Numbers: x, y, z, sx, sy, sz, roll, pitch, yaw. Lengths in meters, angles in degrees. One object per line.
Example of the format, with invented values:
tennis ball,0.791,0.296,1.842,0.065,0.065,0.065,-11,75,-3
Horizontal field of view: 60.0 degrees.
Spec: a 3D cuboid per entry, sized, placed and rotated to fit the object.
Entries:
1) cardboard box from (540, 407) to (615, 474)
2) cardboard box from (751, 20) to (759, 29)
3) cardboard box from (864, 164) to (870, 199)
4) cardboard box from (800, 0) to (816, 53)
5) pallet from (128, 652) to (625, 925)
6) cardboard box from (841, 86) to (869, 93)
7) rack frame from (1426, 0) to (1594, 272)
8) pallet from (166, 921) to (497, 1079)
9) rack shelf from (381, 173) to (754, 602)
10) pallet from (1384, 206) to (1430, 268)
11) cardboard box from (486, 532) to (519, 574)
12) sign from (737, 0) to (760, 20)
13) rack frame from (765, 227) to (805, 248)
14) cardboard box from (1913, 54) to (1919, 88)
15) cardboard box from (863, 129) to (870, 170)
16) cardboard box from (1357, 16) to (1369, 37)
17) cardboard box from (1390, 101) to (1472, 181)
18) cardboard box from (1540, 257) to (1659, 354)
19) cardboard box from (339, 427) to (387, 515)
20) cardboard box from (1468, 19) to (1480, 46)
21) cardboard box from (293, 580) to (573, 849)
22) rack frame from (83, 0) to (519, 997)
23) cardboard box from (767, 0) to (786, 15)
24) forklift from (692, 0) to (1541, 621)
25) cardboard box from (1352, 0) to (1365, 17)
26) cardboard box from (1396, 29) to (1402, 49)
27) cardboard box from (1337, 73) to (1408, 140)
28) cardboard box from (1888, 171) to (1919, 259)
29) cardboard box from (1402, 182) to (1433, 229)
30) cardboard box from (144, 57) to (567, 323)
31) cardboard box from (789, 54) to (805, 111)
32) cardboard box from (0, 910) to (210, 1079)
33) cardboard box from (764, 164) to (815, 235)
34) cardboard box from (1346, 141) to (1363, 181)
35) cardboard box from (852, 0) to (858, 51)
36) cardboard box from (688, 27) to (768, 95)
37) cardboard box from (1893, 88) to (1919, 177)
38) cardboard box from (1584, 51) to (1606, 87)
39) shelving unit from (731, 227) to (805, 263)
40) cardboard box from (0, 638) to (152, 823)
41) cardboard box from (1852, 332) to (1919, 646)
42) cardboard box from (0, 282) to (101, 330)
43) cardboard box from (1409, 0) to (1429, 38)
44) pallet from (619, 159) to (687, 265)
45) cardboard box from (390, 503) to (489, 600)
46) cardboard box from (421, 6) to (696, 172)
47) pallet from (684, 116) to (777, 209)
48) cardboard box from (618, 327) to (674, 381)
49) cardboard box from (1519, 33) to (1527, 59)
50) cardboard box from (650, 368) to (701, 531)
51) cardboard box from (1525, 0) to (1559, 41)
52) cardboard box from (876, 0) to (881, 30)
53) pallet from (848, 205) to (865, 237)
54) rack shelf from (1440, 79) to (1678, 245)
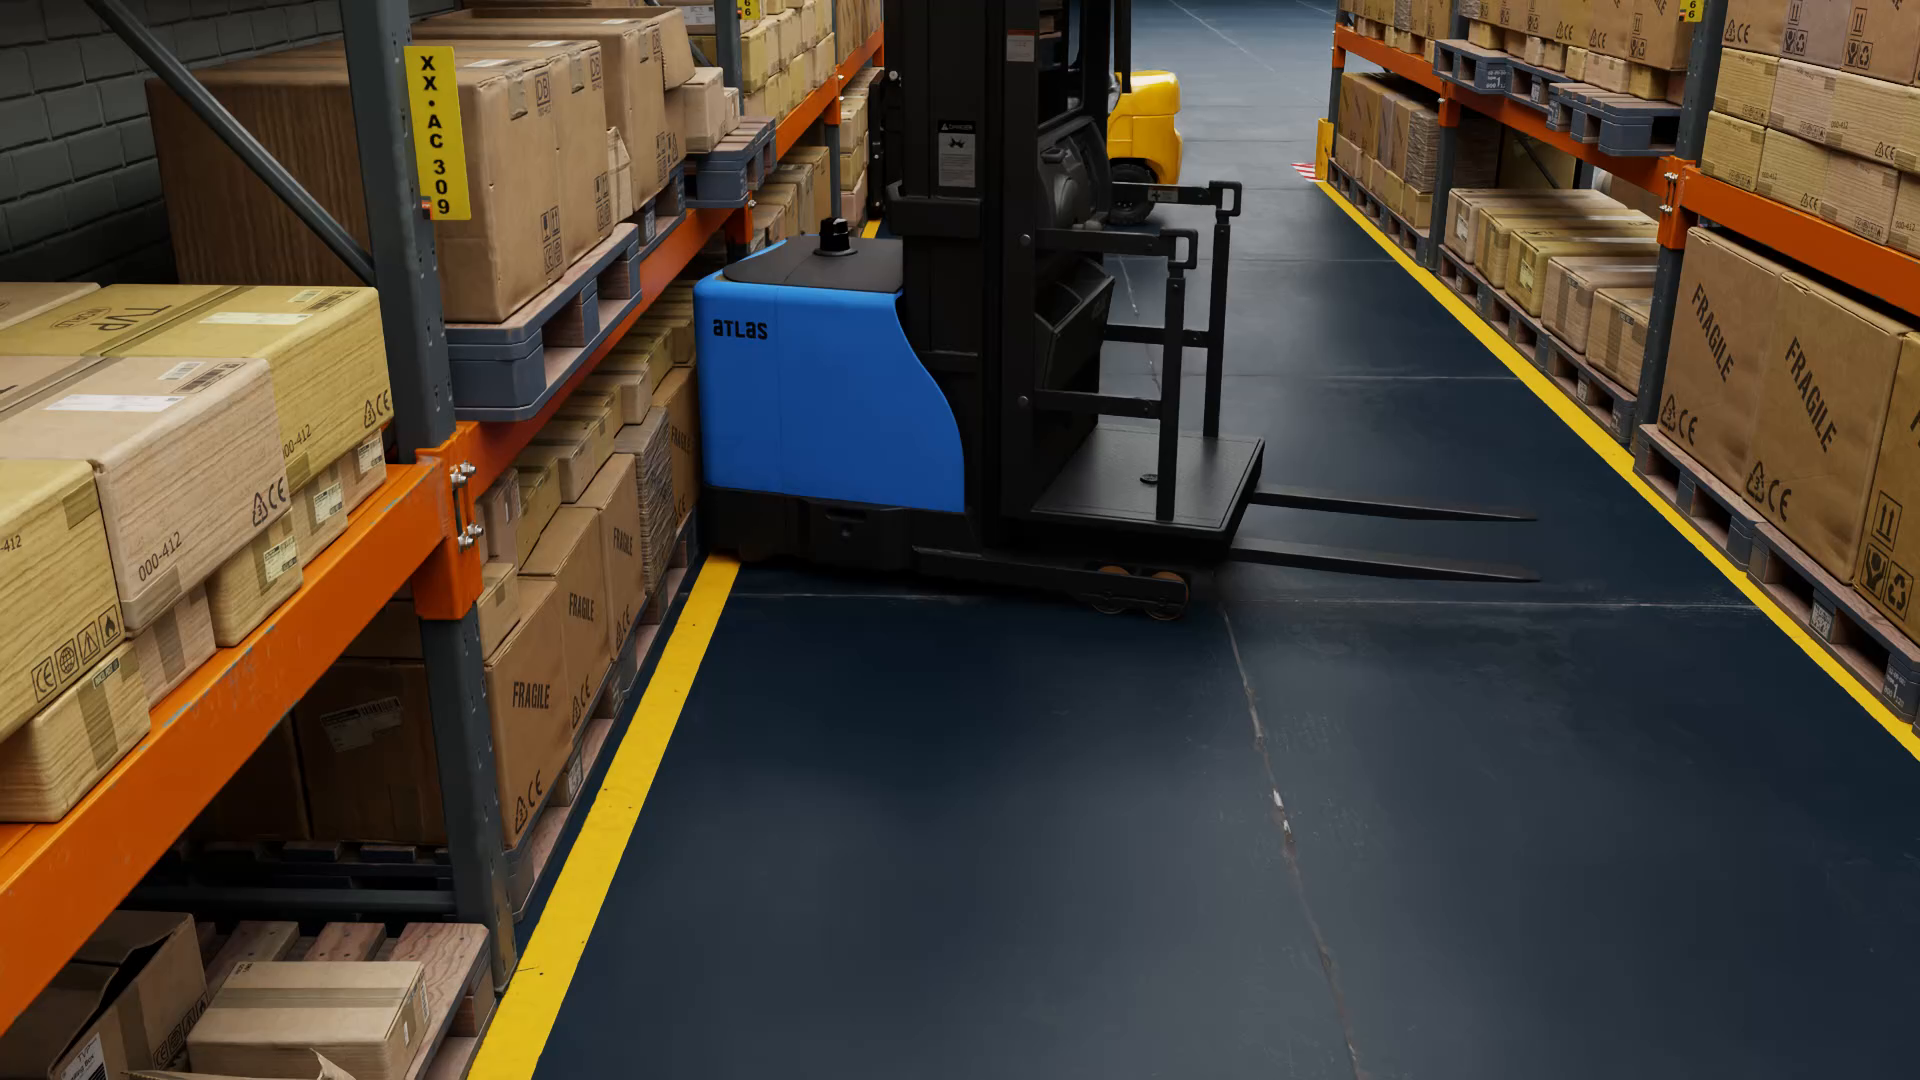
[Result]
cardboard box,-1.293,-0.309,5.158,0.380,0.149,0.250,1,21,4
cardboard box,-1.115,-2.381,7.483,0.380,0.149,0.250,1,21,3
cardboard box,-0.958,-2.724,12.624,0.500,0.250,0.500,1,21,3
cardboard box,-1.093,-2.881,9.325,0.500,0.250,0.500,1,21,3
pallet,-1.560,0.629,4.617,1.003,0.211,1.213,1,21,2
cardboard box,-0.923,-3.376,12.920,0.500,0.250,0.500,0,21,1
rack frame,3.657,-3.216,10.671,1.000,3.000,0.127,1,21,2
pallet,-1.569,1.171,3.218,1.003,0.211,1.213,1,21,2
rack shelf,-1.487,-0.765,5.348,1.077,0.370,4.000,1,21,2
pallet,3.643,-2.159,11.803,1.003,0.211,1.213,1,21,2
cardboard box,-1.339,0.062,4.200,0.380,0.149,0.250,0,21,0
sign,-0.883,-2.324,6.879,0.100,0.325,0.005,1,21,2
rack frame,-0.736,-0.811,7.166,0.200,1.050,0.008,11,22,26
cardboard box,3.221,-1.558,4.878,0.500,0.500,0.500,1,21,2
cardboard box,-0.941,-2.952,12.519,0.500,0.250,0.500,0,21,1
cardboard box,3.426,-4.147,13.418,0.380,0.149,0.250,1,21,2
cardboard box,3.421,-2.881,11.990,0.500,0.500,0.500,1,21,3
cardboard box,3.577,-1.212,8.557,0.950,0.372,0.625,0,21,1
cardboard box,-1.305,-0.142,3.095,0.380,0.149,0.250,1,21,2
cardboard box,3.325,-3.099,10.135,0.380,0.149,0.250,1,21,2
cardboard box,-1.308,0.420,4.174,0.500,0.500,0.500,2,21,4
rack frame,-1.547,-0.377,3.354,1.000,3.000,0.127,1,21,2
cardboard box,-1.093,-2.751,8.437,0.380,0.149,0.250,1,21,3
forklift,0.595,-1.300,5.828,3.031,2.935,1.130,6,22,16
cardboard box,3.475,-4.492,13.411,0.500,0.500,0.500,1,21,3
cardboard box,3.428,-3.678,12.209,0.380,0.149,0.250,0,21,1
cardboard box,3.478,-3.629,13.918,0.500,0.500,0.500,0,21,0
cardboard box,3.238,-0.972,5.094,0.500,0.250,0.500,1,21,2
cardboard box,3.407,-2.347,11.651,0.500,0.250,0.500,2,21,4
cardboard box,-1.309,-0.792,3.704,0.700,0.500,0.500,1,21,3
cardboard box,-1.121,-2.467,8.947,0.500,0.250,0.500,1,21,3
cardboard box,-1.804,0.917,3.155,0.500,0.311,0.500,1,21,4
cardboard box,-1.340,-1.889,9.953,0.875,0.625,0.625,0,21,1
cardboard box,3.455,-3.103,13.601,0.500,0.250,0.500,1,21,4
cardboard box,-1.016,-3.845,12.154,0.500,0.500,0.500,0,21,1
cardboard box,-1.143,-2.144,7.424,0.500,0.250,0.500,1,21,2
cardboard box,3.201,-1.202,4.997,0.500,0.250,0.500,1,21,3
cardboard box,3.225,-2.250,7.948,0.380,0.149,0.250,0,21,-1
shelving unit,-0.794,-0.775,7.065,0.215,1.050,0.252,11,22,26
cardboard box,-1.289,0.234,2.126,0.380,0.149,0.250,0,21,1
cardboard box,3.373,-0.081,4.947,0.875,0.875,0.875,1,21,3
cardboard box,-1.832,-0.270,2.873,0.500,0.250,0.500,0,21,1
cardboard box,3.431,-3.751,11.500,0.500,0.500,0.500,1,21,3
pallet,-1.480,-1.031,5.304,1.003,0.211,1.213,1,21,2
cardboard box,-1.331,0.024,3.887,0.380,0.149,0.250,0,21,1
cardboard box,-1.290,-1.475,5.460,0.797,0.503,0.637,0,21,0
pallet,-1.376,-1.488,6.482,1.213,0.211,1.003,1,21,2
cardboard box,-1.270,-0.686,6.129,0.380,0.149,0.250,1,21,3
cardboard box,3.317,-2.723,9.167,0.380,0.149,0.250,1,21,2
cardboard box,-1.263,-0.328,6.103,0.500,0.500,0.500,2,21,4
cardboard box,3.308,-2.885,8.689,0.500,0.500,0.500,0,21,-1
cardboard box,-0.935,-4.582,14.052,0.500,0.500,0.500,0,21,0
pallet,-1.238,-2.257,12.053,1.003,0.211,1.213,1,21,2
rack shelf,3.597,-2.158,8.938,1.077,0.370,4.000,1,21,2
